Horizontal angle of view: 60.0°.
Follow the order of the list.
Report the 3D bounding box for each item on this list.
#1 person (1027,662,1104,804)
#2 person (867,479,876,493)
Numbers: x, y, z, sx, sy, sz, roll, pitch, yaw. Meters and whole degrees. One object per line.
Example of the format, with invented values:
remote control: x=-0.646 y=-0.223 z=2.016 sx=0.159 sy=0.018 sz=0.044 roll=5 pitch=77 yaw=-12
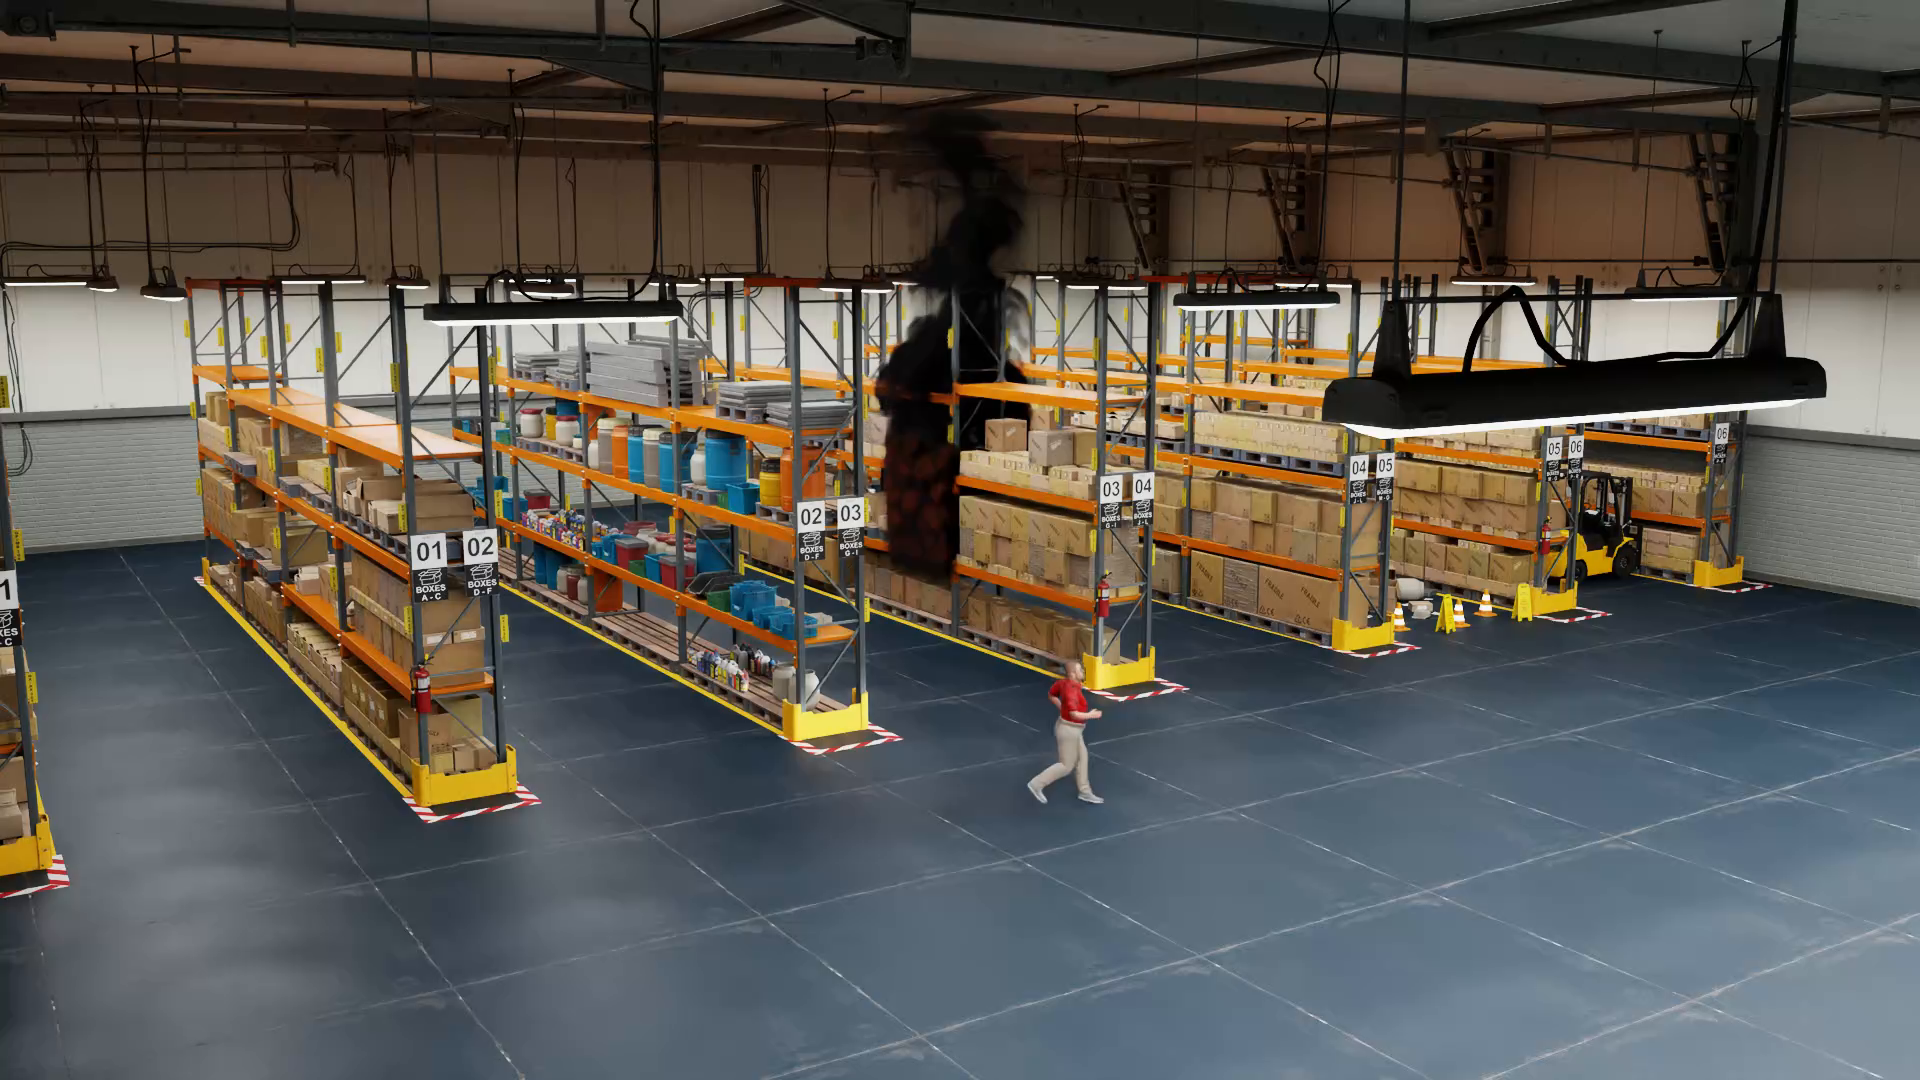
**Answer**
person: x=1.230 y=2.268 z=19.399 sx=0.969 sy=1.742 sz=0.672 roll=-1 pitch=10 yaw=-8
person: x=-1.945 y=-0.432 z=35.317 sx=0.681 sy=1.796 sz=0.775 roll=-6 pitch=11 yaw=-32
